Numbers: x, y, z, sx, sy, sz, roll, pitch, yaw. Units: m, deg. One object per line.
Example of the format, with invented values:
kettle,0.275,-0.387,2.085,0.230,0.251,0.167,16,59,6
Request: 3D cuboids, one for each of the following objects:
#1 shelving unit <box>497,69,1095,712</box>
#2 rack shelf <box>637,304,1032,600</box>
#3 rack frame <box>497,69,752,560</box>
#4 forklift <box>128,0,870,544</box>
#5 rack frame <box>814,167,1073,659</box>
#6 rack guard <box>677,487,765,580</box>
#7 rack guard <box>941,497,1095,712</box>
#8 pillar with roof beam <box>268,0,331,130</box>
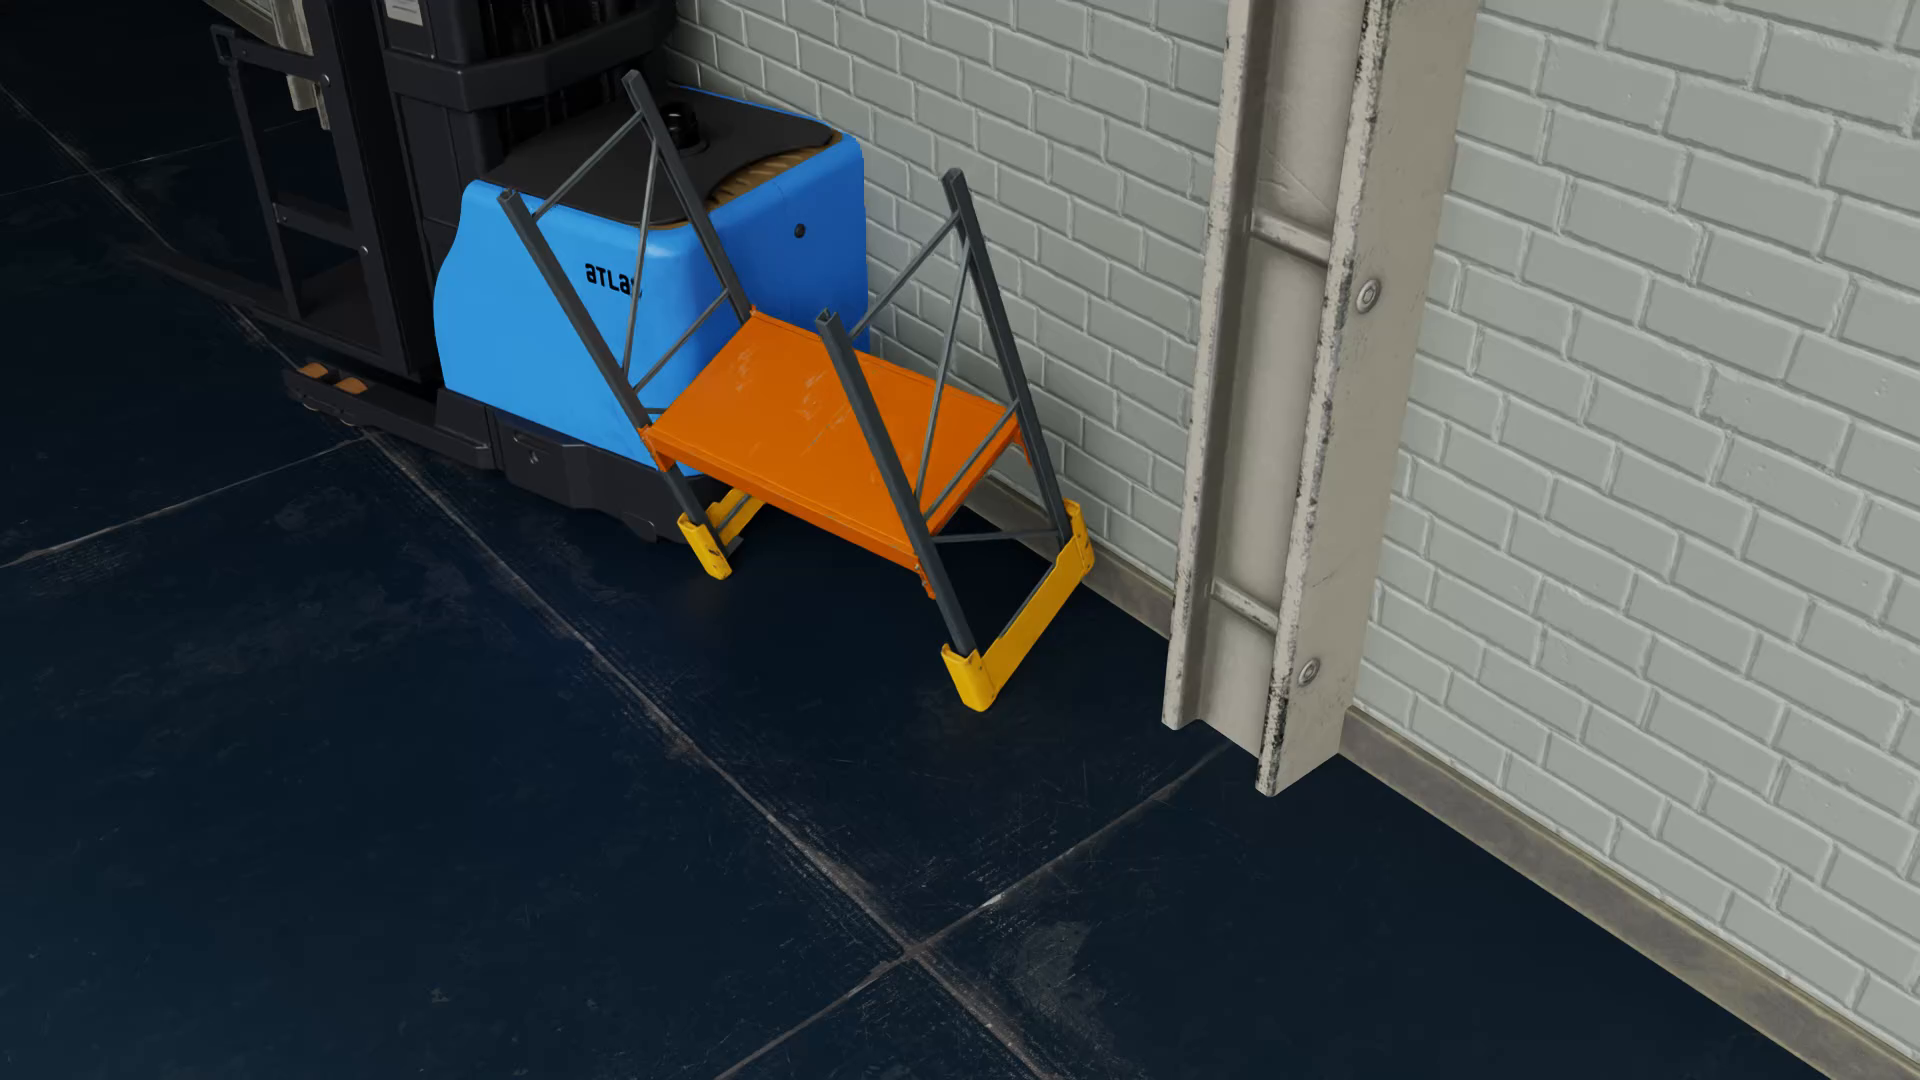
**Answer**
shelving unit,-0.368,-0.366,4.371,1.083,1.500,0.587,24,64,30
rack shelf,-0.333,-0.264,4.515,1.000,0.185,0.538,24,64,30
rack frame,-0.776,-0.549,4.631,0.032,1.500,0.500,24,64,30
forklift,-1.779,-1.828,5.295,3.031,2.935,1.130,20,40,26
rack frame,0.026,-0.190,4.119,0.032,1.500,0.500,24,64,30
rack guard,-0.615,-0.175,5.106,0.087,0.250,0.587,24,64,30
rack guard,0.170,0.177,4.604,0.087,0.250,0.587,24,64,30
pillar with roof beam,-6.368,-4.192,3.383,9.100,9.000,0.400,-26,43,-32
